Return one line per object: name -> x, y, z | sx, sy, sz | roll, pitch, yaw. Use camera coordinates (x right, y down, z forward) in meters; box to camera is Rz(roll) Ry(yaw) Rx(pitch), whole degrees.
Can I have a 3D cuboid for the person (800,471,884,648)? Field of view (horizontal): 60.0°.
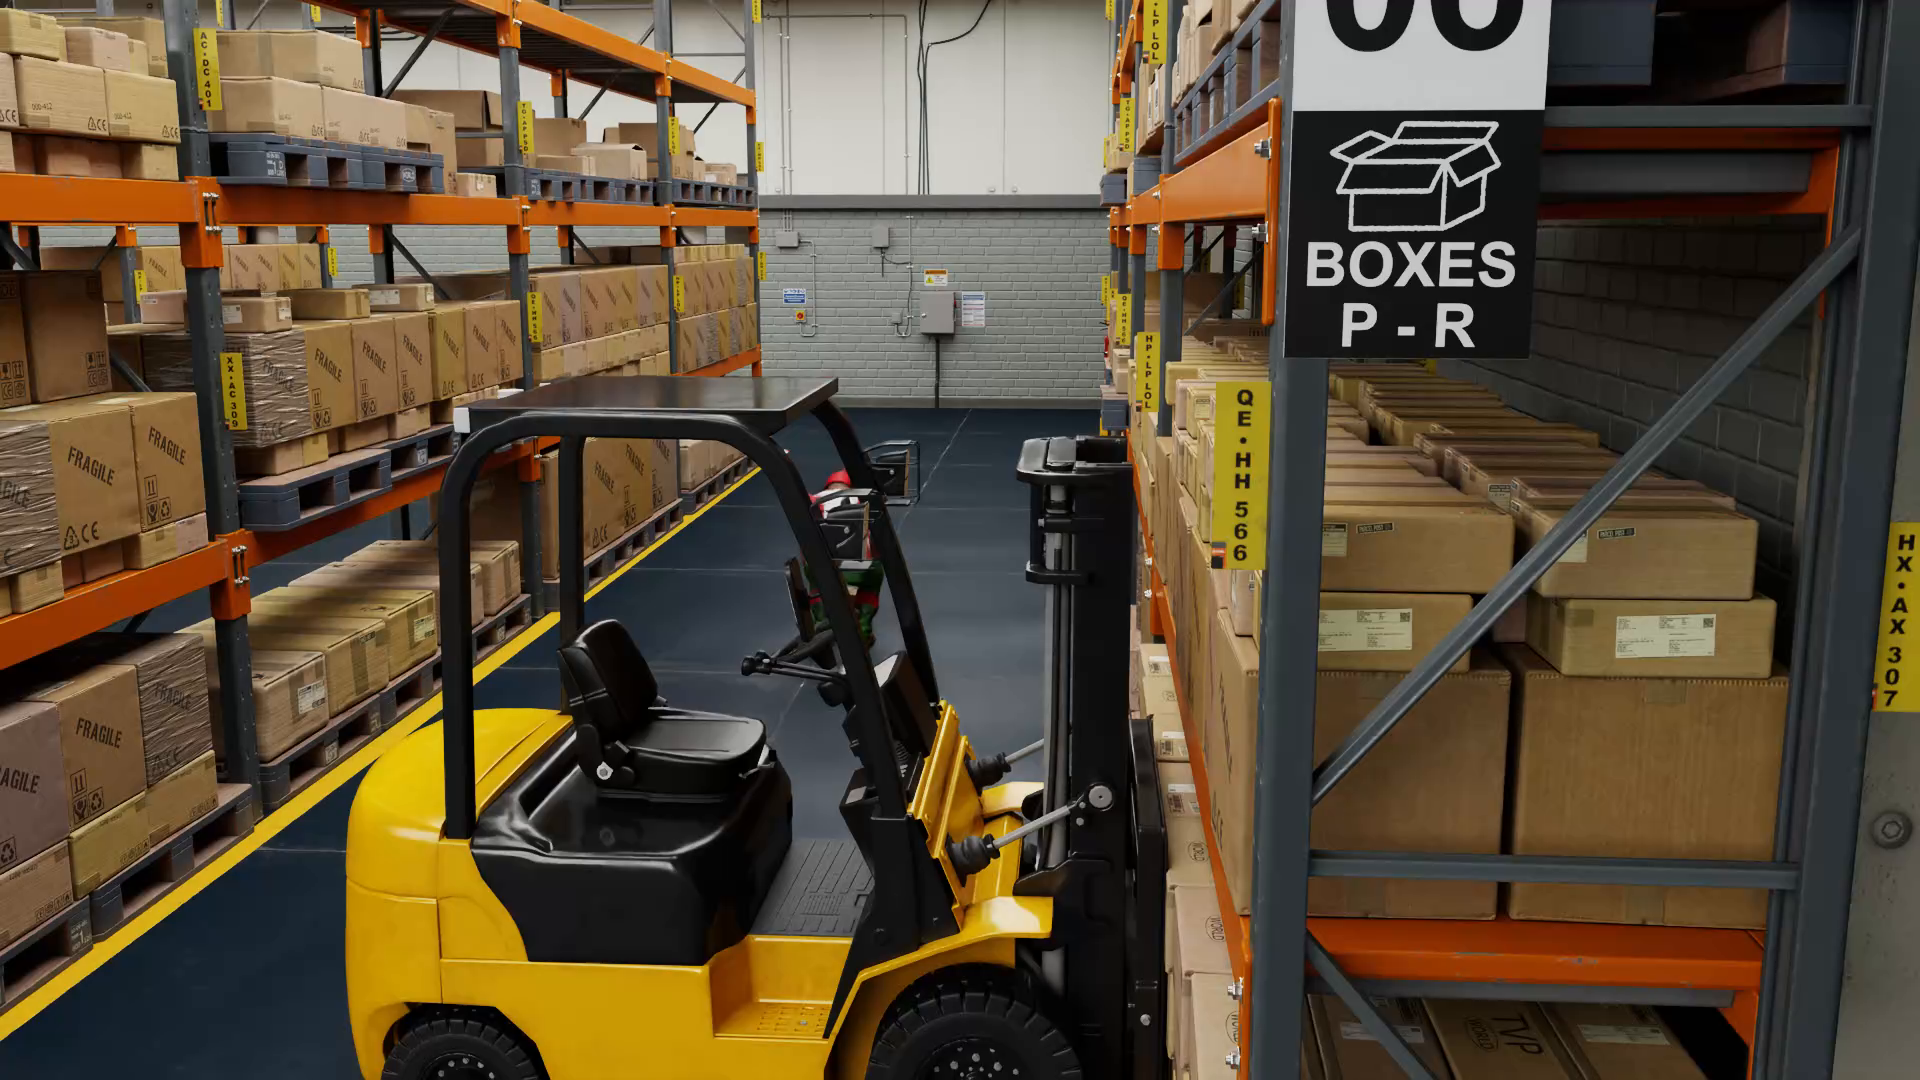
person -> -0.776, 0.130, 10.640 | 0.579, 1.065, 0.870 | 1, 11, 4
